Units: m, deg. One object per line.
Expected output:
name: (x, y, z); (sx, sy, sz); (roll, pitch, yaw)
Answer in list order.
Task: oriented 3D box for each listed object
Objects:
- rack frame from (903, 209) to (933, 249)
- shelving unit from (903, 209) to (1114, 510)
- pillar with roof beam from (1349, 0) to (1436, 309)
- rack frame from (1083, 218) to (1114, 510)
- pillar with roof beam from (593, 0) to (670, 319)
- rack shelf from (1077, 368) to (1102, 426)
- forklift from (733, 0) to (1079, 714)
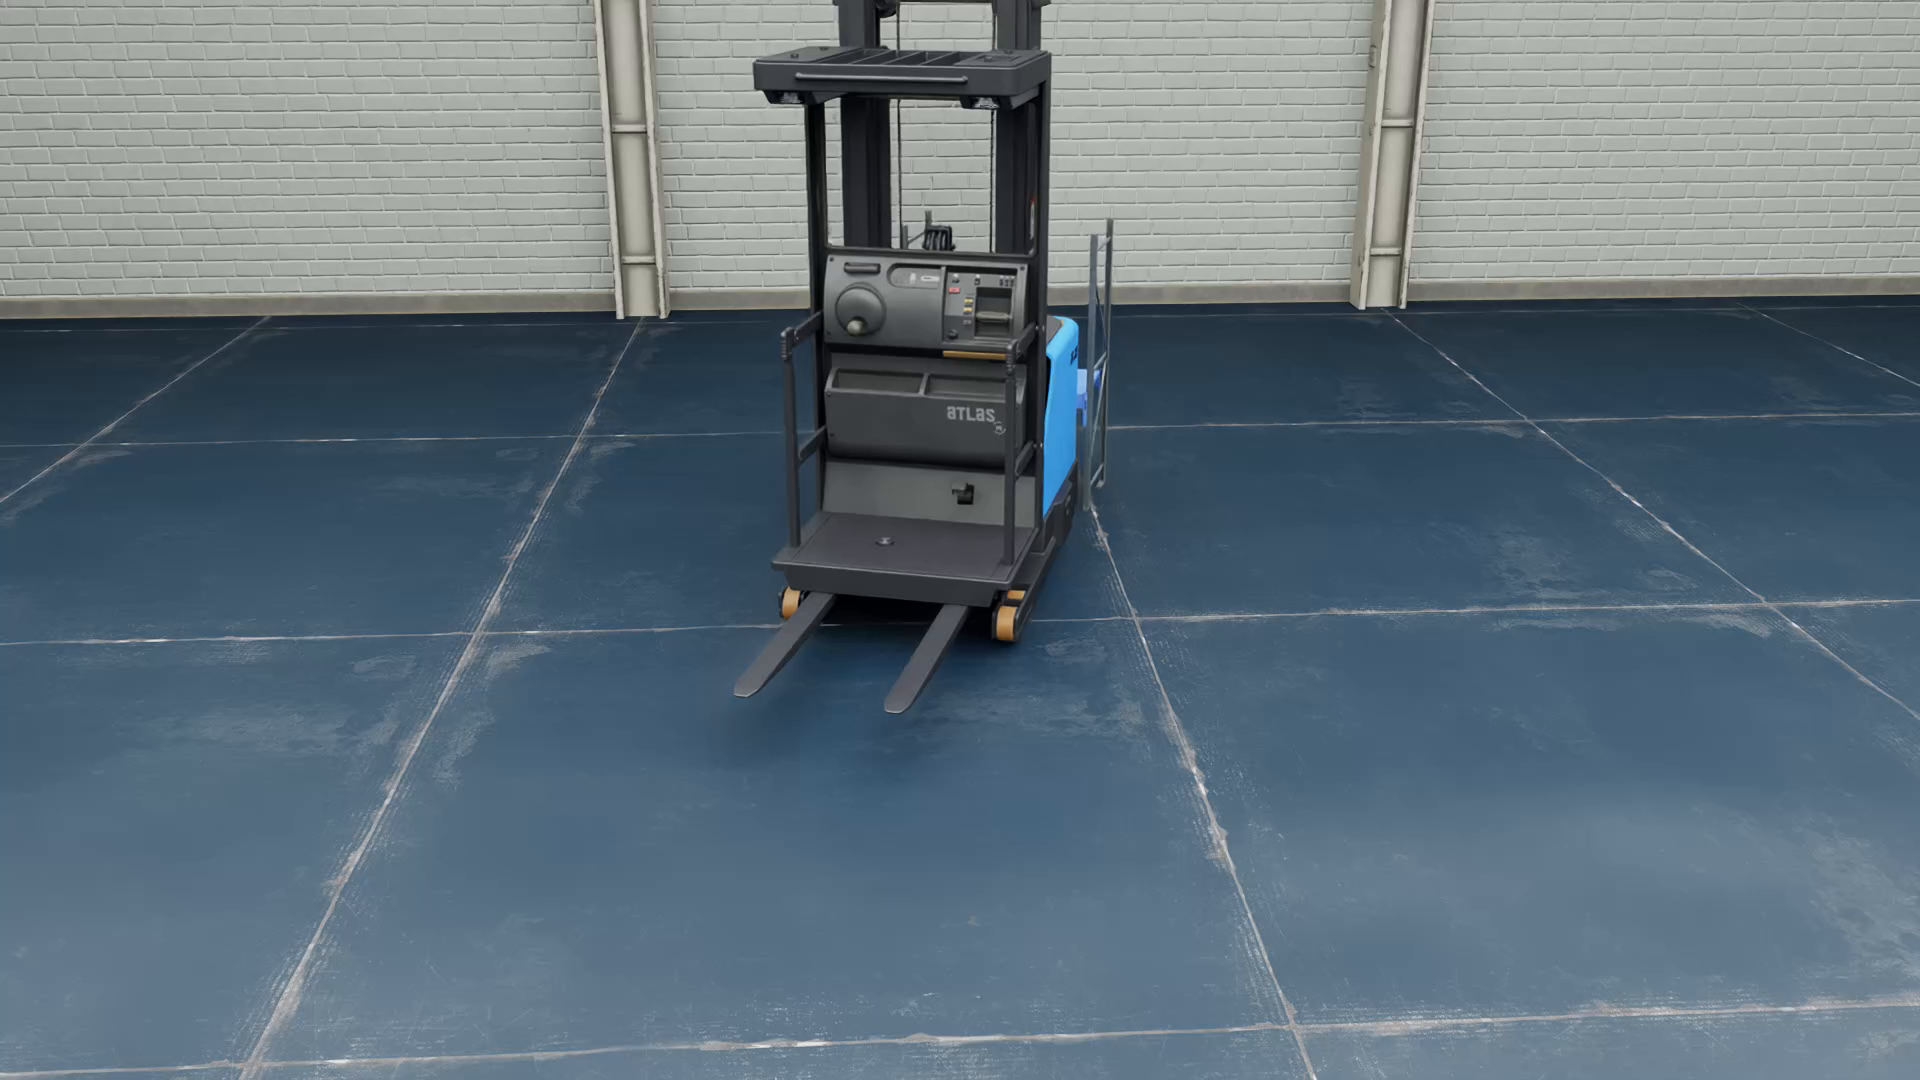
rack frame: (-0.232, -1.045, 9.258); (0.032, 1.500, 0.500); (6, 22, 14)
shelving unit: (0.259, -0.998, 9.134); (1.048, 1.500, 0.538); (6, 22, 14)
pillar with roof beam: (3.687, -4.619, 8.107); (0.400, 9.000, 9.100); (-1, 21, -3)
rack frame: (0.750, -0.950, 9.010); (0.032, 1.500, 0.500); (6, 22, 14)
pillar with roof beam: (-2.303, -4.497, 7.787); (0.400, 9.000, 9.100); (-1, 21, -3)
rack shelf: (0.259, -0.830, 9.198); (1.000, 0.185, 0.538); (6, 22, 14)
forklift: (-0.205, -1.059, 7.283); (1.130, 2.935, 3.031); (5, 21, 12)
